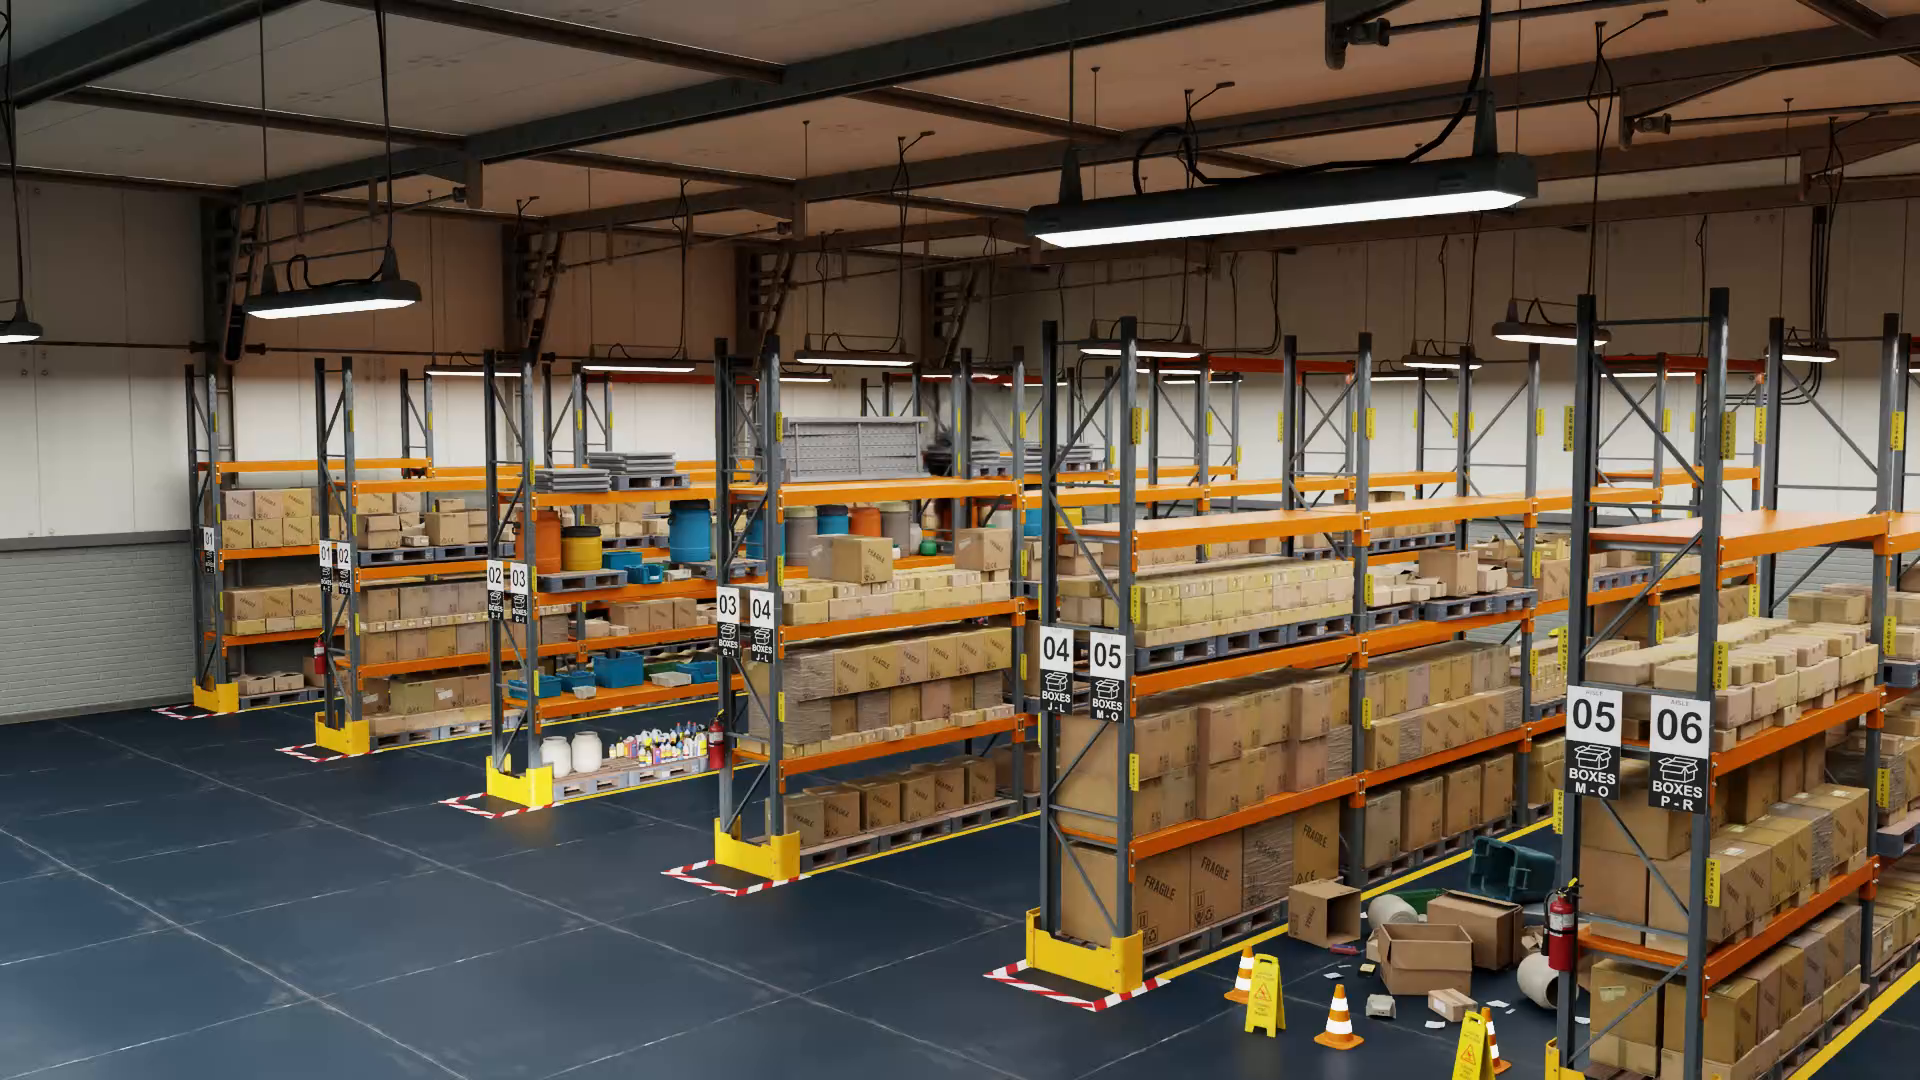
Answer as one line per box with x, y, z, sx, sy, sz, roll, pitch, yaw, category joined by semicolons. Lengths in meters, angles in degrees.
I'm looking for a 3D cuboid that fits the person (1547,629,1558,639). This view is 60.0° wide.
9.519;2.279;26.511;0.646;1.717;0.739;-4;6;-39;person

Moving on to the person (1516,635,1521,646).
8.637;2.307;25.529;0.702;1.747;0.953;4;6;40;person

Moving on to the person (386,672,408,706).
-9.511;2.182;28.213;0.539;1.596;0.871;4;6;43;person
